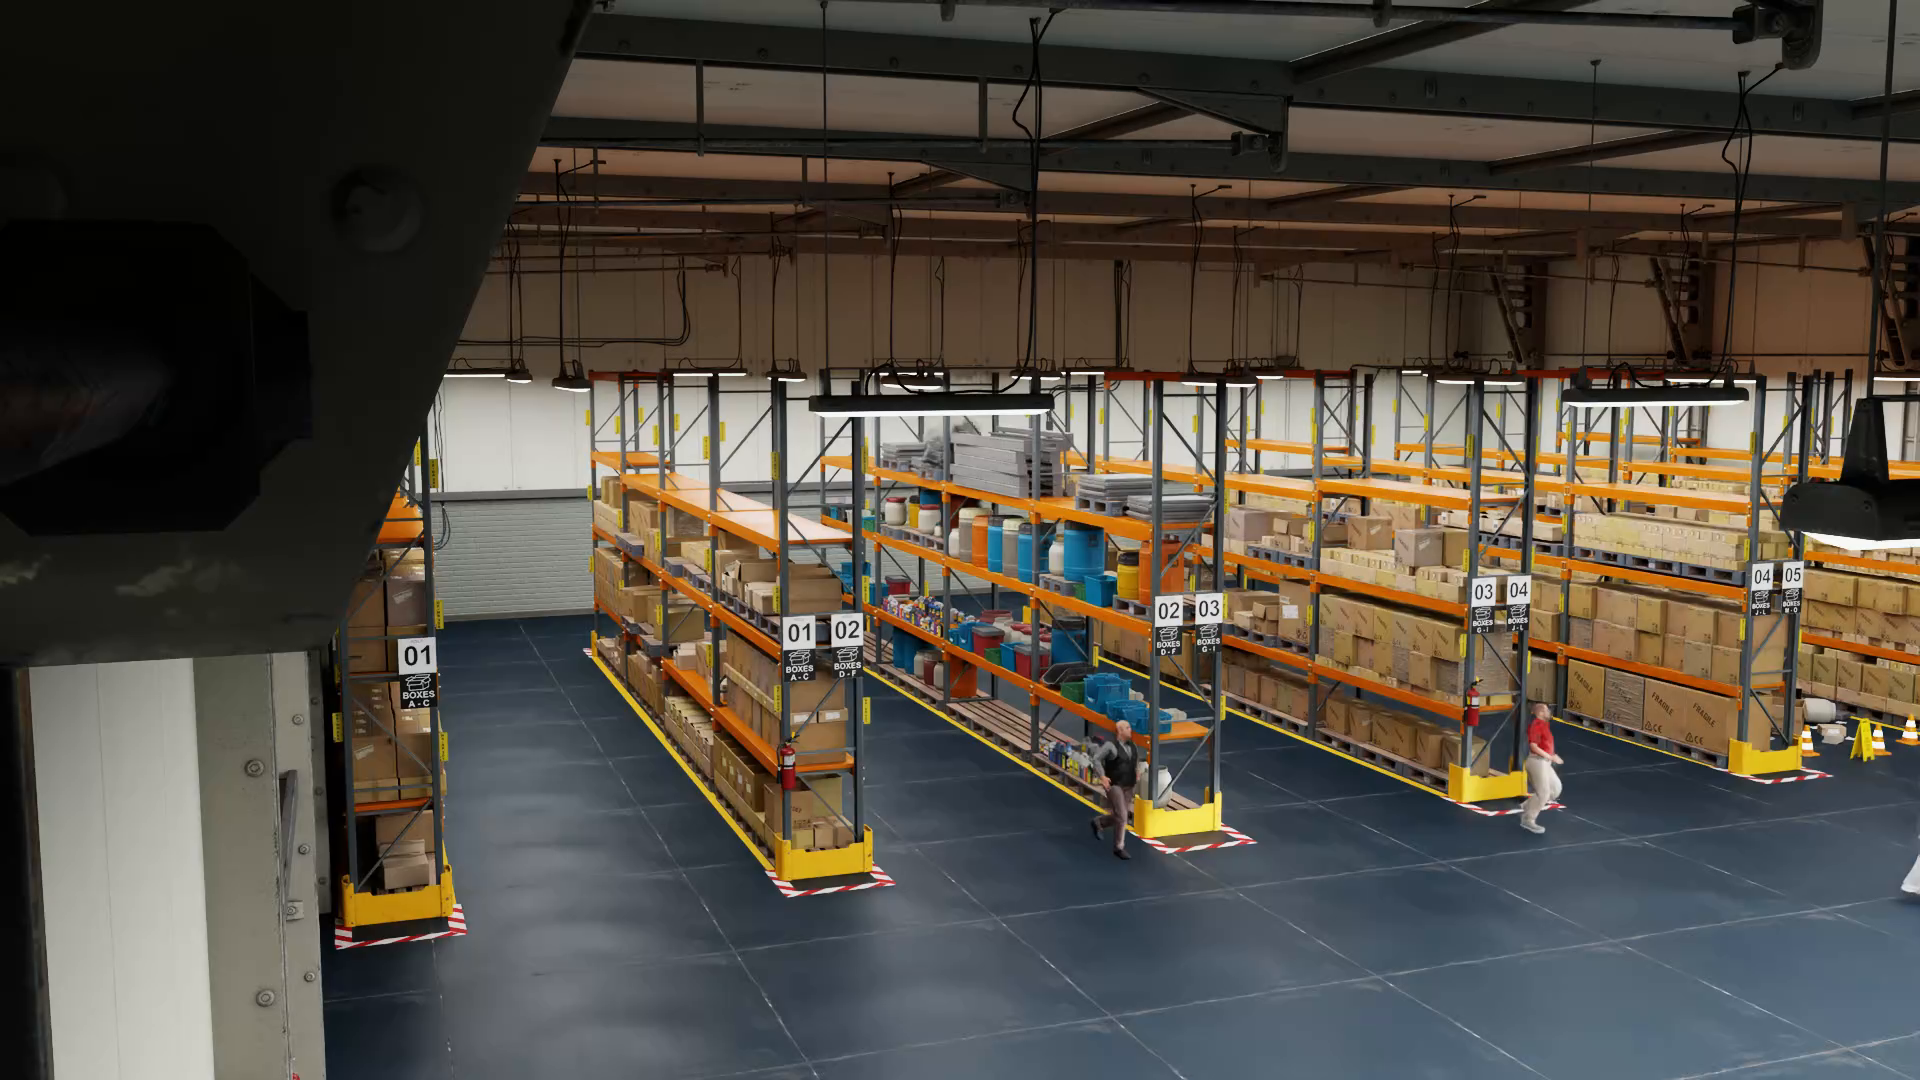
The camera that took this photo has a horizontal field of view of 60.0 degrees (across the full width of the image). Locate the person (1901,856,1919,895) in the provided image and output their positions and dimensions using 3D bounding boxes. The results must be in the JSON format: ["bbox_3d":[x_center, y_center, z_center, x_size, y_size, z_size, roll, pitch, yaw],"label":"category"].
[{"bbox_3d":[11.351,3.442,19.174,0.819,1.605,0.673,1,6,7],"label":"person"}]

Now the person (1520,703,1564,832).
[{"bbox_3d":[7.796,3.021,22.243,0.547,1.686,0.681,3,7,25],"label":"person"}]

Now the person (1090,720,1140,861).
[{"bbox_3d":[2.019,3.142,21.209,0.698,1.699,0.822,-5,8,-40],"label":"person"}]
